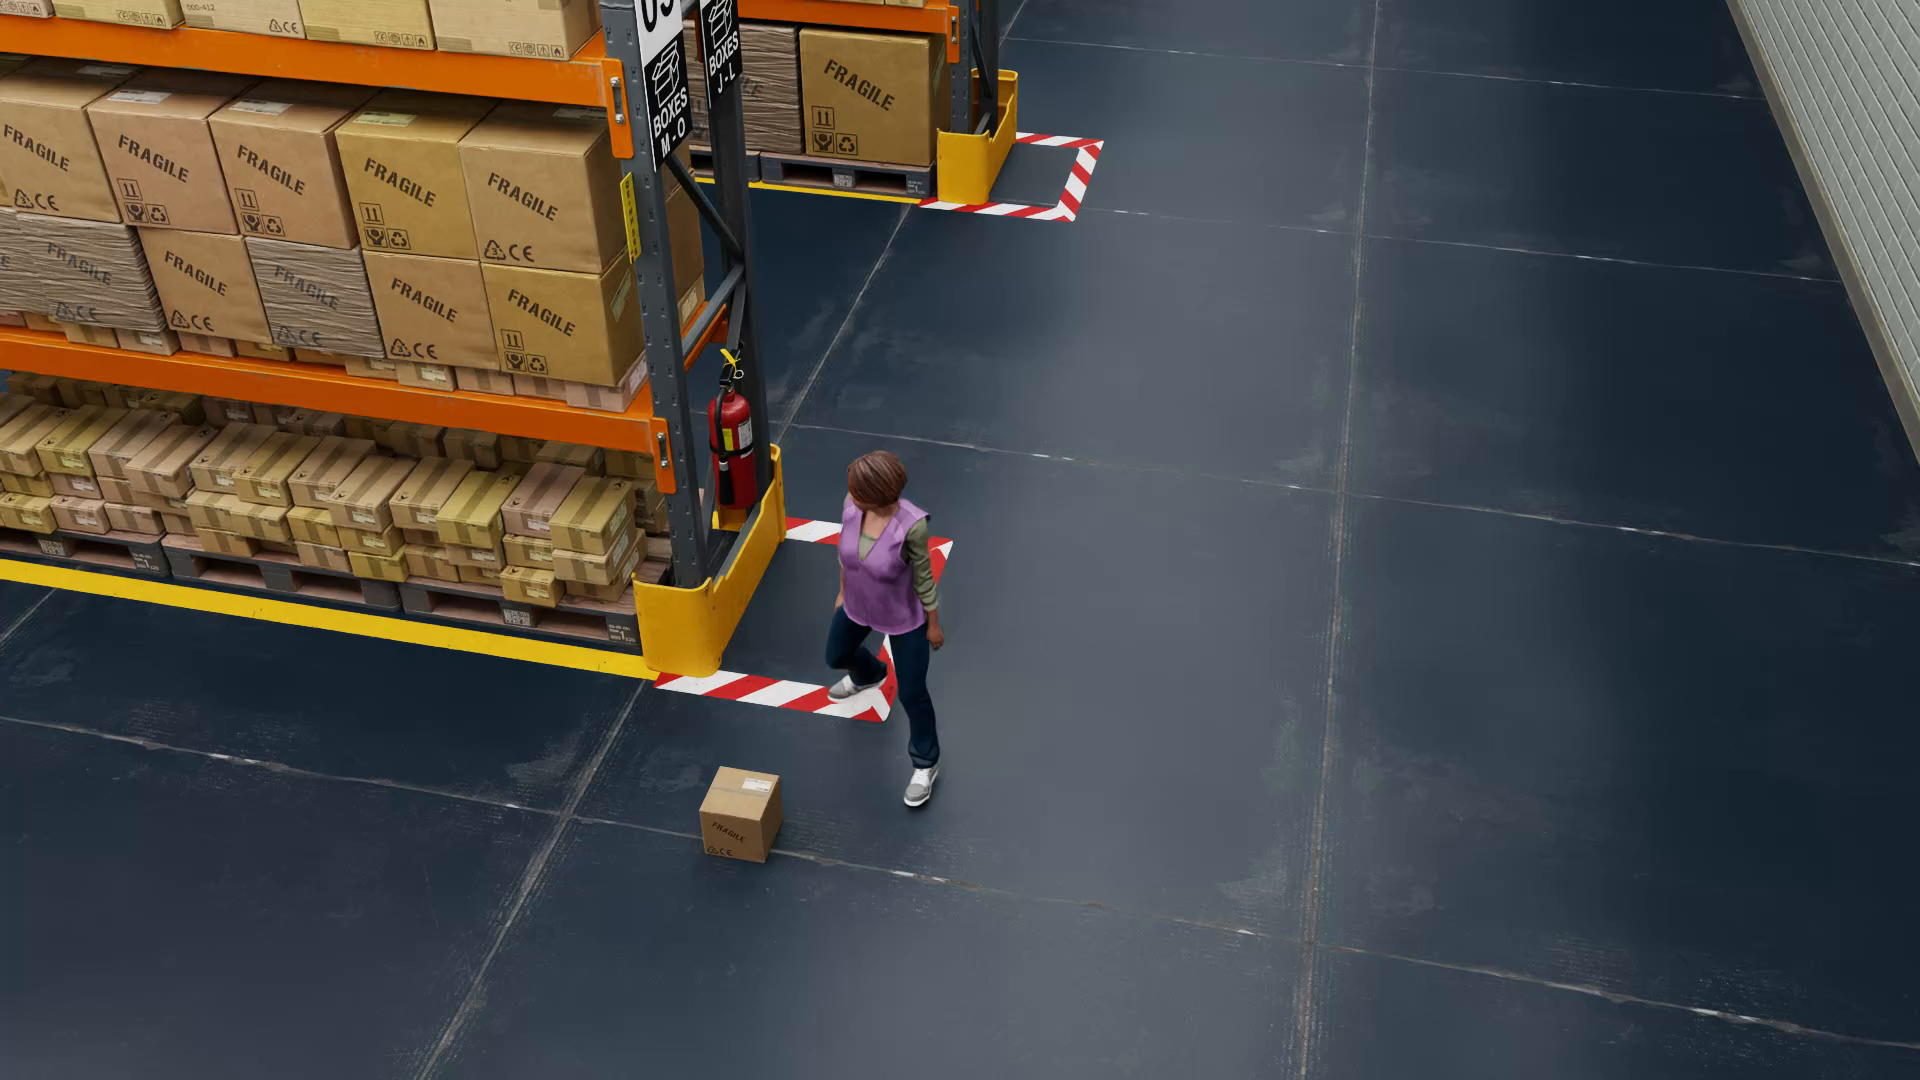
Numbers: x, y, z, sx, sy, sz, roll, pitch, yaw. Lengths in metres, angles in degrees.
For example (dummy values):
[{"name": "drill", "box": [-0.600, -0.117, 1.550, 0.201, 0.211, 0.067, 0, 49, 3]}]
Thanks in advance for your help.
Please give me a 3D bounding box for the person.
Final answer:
[{"name": "person", "box": [-0.329, 0.246, 6.622, 0.670, 1.585, 0.522, 20, 41, 24]}]
